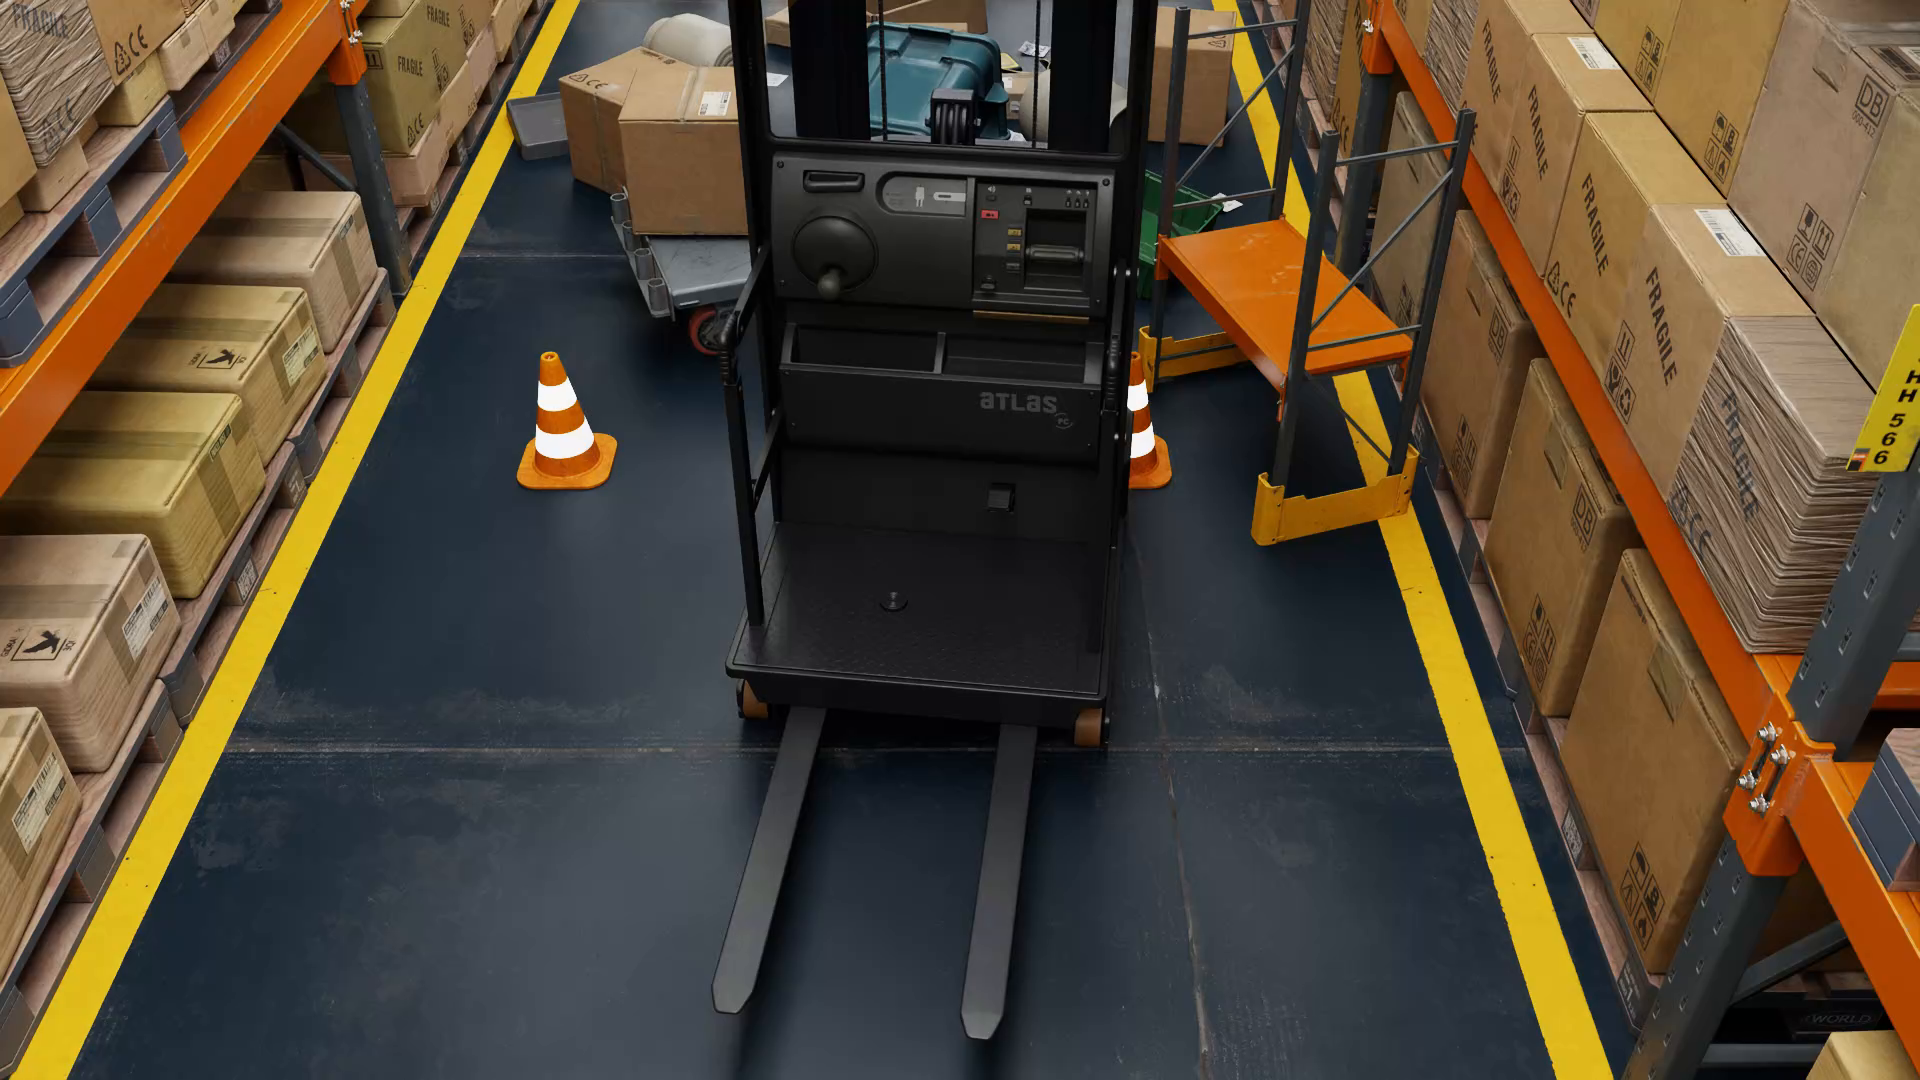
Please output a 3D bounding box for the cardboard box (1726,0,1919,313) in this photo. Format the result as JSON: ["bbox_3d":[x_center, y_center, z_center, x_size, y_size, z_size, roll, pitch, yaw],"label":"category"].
[{"bbox_3d":[2.121,-0.822,3.497,0.700,0.500,0.500,-1,39,-1],"label":"cardboard box"}]

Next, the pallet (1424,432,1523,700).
[{"bbox_3d":[2.190,0.039,5.533,1.003,0.211,1.213,0,39,0],"label":"pallet"}]

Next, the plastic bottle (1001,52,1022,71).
[{"bbox_3d":[0.245,-2.503,8.825,0.133,0.061,0.283,-13,40,-16],"label":"plastic bottle"}]

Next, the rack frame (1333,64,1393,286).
[{"bbox_3d":[2.109,-2.297,6.218,1.000,3.000,0.127,0,39,0],"label":"rack frame"}]

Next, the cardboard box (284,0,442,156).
[{"bbox_3d":[-2.572,-1.983,7.089,0.500,0.500,0.500,2,39,2],"label":"cardboard box"}]

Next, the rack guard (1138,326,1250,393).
[{"bbox_3d":[0.972,-0.747,6.482,0.587,0.250,0.087,-12,40,-15],"label":"rack guard"}]

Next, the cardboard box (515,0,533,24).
[{"bbox_3d":[-2.583,-2.993,8.949,0.500,0.250,0.500,0,39,0],"label":"cardboard box"}]

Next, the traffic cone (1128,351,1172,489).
[{"bbox_3d":[0.601,-0.467,5.963,0.336,0.463,0.334,0,39,0],"label":"traffic cone"}]

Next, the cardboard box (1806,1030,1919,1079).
[{"bbox_3d":[1.872,1.155,2.974,0.500,0.250,0.500,-2,39,-2],"label":"cardboard box"}]

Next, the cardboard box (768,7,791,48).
[{"bbox_3d":[-0.824,-2.801,9.127,0.380,0.149,0.250,20,43,23],"label":"cardboard box"}]

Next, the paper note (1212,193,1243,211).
[{"bbox_3d":[1.203,-1.558,7.670,0.147,0.020,0.142,-28,46,-30],"label":"paper note"}]

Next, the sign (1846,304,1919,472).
[{"bbox_3d":[1.559,-0.245,2.731,0.100,0.325,0.005,0,39,0],"label":"sign"}]

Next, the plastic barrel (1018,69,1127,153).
[{"bbox_3d":[0.574,-2.000,7.907,0.512,0.421,0.421,28,46,30],"label":"plastic barrel"}]

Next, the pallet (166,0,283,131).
[{"bbox_3d":[-2.985,-1.677,5.598,1.003,0.211,1.213,0,39,0],"label":"pallet"}]

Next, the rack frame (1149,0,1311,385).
[{"bbox_3d":[0.965,-1.246,6.106,0.500,1.500,0.032,-12,40,-15],"label":"rack frame"}]

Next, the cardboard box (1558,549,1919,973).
[{"bbox_3d":[2.203,0.538,4.144,1.050,0.750,0.750,-1,39,-1],"label":"cardboard box"}]

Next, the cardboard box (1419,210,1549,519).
[{"bbox_3d":[2.197,-0.591,5.553,1.050,0.750,0.750,0,39,0],"label":"cardboard box"}]

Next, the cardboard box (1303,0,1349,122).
[{"bbox_3d":[2.173,-2.589,7.945,0.875,0.875,0.875,0,39,0],"label":"cardboard box"}]

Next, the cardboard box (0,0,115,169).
[{"bbox_3d":[-2.613,-1.300,4.320,0.500,0.500,0.500,-1,39,-2],"label":"cardboard box"}]

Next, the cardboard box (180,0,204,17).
[{"bbox_3d":[-2.609,-1.950,5.131,0.500,0.500,0.500,0,39,0],"label":"cardboard box"}]

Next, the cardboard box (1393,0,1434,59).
[{"bbox_3d":[1.841,-2.007,5.776,0.500,0.500,0.500,0,39,0],"label":"cardboard box"}]

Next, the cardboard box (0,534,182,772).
[{"bbox_3d":[-2.836,0.318,4.720,0.950,0.372,0.625,-1,39,-1],"label":"cardboard box"}]

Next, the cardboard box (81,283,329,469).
[{"bbox_3d":[-2.834,-0.591,5.854,0.950,0.372,0.625,2,39,3],"label":"cardboard box"}]

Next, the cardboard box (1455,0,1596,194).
[{"bbox_3d":[1.840,-1.378,4.991,0.500,0.500,0.500,0,39,0],"label":"cardboard box"}]

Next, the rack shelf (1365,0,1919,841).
[{"bbox_3d":[2.111,-0.765,4.882,1.077,0.370,4.000,0,39,0],"label":"rack shelf"}]

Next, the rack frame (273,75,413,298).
[{"bbox_3d":[-2.841,-2.230,6.134,1.000,3.000,0.127,0,39,0],"label":"rack frame"}]

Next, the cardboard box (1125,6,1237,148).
[{"bbox_3d":[1.081,-2.292,8.209,0.500,0.500,0.500,6,39,8],"label":"cardboard box"}]

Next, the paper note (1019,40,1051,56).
[{"bbox_3d":[0.408,-2.683,9.075,0.144,0.017,0.142,13,40,15],"label":"paper note"}]

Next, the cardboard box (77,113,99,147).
[{"bbox_3d":[-2.680,-1.172,4.678,0.380,0.149,0.250,-1,39,-2],"label":"cardboard box"}]

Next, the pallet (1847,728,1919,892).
[{"bbox_3d":[2.221,0.725,2.600,1.213,0.211,1.003,0,39,0],"label":"pallet"}]

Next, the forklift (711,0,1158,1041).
[{"bbox_3d":[-0.075,-0.755,4.349,1.130,2.935,3.031,4,39,5],"label":"forklift"}]

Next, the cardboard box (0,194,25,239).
[{"bbox_3d":[-2.669,-0.845,4.271,0.380,0.149,0.250,1,39,2],"label":"cardboard box"}]

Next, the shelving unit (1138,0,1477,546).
[{"bbox_3d":[1.133,-0.940,5.724,0.587,1.500,1.083,-12,40,-15],"label":"shelving unit"}]

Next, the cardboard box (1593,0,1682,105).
[{"bbox_3d":[2.118,-1.462,4.296,0.700,0.500,0.500,0,39,0],"label":"cardboard box"}]

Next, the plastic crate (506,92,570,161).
[{"bbox_3d":[-2.023,-2.073,8.273,0.402,0.080,0.583,-13,40,-16],"label":"plastic crate"}]

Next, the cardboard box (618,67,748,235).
[{"bbox_3d":[-1.061,-1.570,6.704,0.500,0.500,0.500,0,39,0],"label":"cardboard box"}]

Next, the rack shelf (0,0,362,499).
[{"bbox_3d":[-2.839,-0.699,4.798,1.077,0.370,4.000,0,39,0],"label":"rack shelf"}]

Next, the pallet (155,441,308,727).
[{"bbox_3d":[-2.834,0.110,5.444,1.003,0.211,1.213,0,39,0],"label":"pallet"}]

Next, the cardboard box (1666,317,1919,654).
[{"bbox_3d":[1.845,-0.116,3.416,0.500,0.500,0.500,0,39,0],"label":"cardboard box"}]

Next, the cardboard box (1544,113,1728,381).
[{"bbox_3d":[1.845,-0.741,4.195,0.500,0.500,0.500,-1,39,-1],"label":"cardboard box"}]

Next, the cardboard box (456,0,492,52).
[{"bbox_3d":[-2.583,-2.642,7.911,0.500,0.500,0.500,2,39,2],"label":"cardboard box"}]

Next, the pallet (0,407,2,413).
[{"bbox_3d":[-2.944,-0.099,3.629,1.213,0.211,1.003,0,39,0],"label":"pallet"}]

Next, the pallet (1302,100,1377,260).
[{"bbox_3d":[2.186,-1.684,7.683,1.003,0.211,1.213,0,39,0],"label":"pallet"}]

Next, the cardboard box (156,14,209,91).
[{"bbox_3d":[-2.541,-1.489,5.074,0.380,0.149,0.250,0,39,0],"label":"cardboard box"}]

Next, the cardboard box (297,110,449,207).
[{"bbox_3d":[-2.572,-1.690,7.323,0.500,0.250,0.500,-2,39,-2],"label":"cardboard box"}]

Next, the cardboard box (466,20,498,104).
[{"bbox_3d":[-2.587,-2.356,8.154,0.500,0.250,0.500,-1,39,-1],"label":"cardboard box"}]

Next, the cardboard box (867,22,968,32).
[{"bbox_3d":[-0.302,-2.129,7.896,0.797,0.637,0.503,0,39,0],"label":"cardboard box"}]

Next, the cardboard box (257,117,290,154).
[{"bbox_3d":[-3.110,-1.983,7.090,0.500,0.500,0.500,-1,39,-1],"label":"cardboard box"}]

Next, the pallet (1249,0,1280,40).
[{"bbox_3d":[2.184,-3.210,9.587,1.003,0.211,1.213,0,39,0],"label":"pallet"}]

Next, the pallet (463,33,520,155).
[{"bbox_3d":[-2.881,-2.327,8.485,1.003,0.211,1.213,0,39,0],"label":"pallet"}]

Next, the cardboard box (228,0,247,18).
[{"bbox_3d":[-2.582,-1.809,5.474,0.380,0.149,0.250,-1,39,-1],"label":"cardboard box"}]
